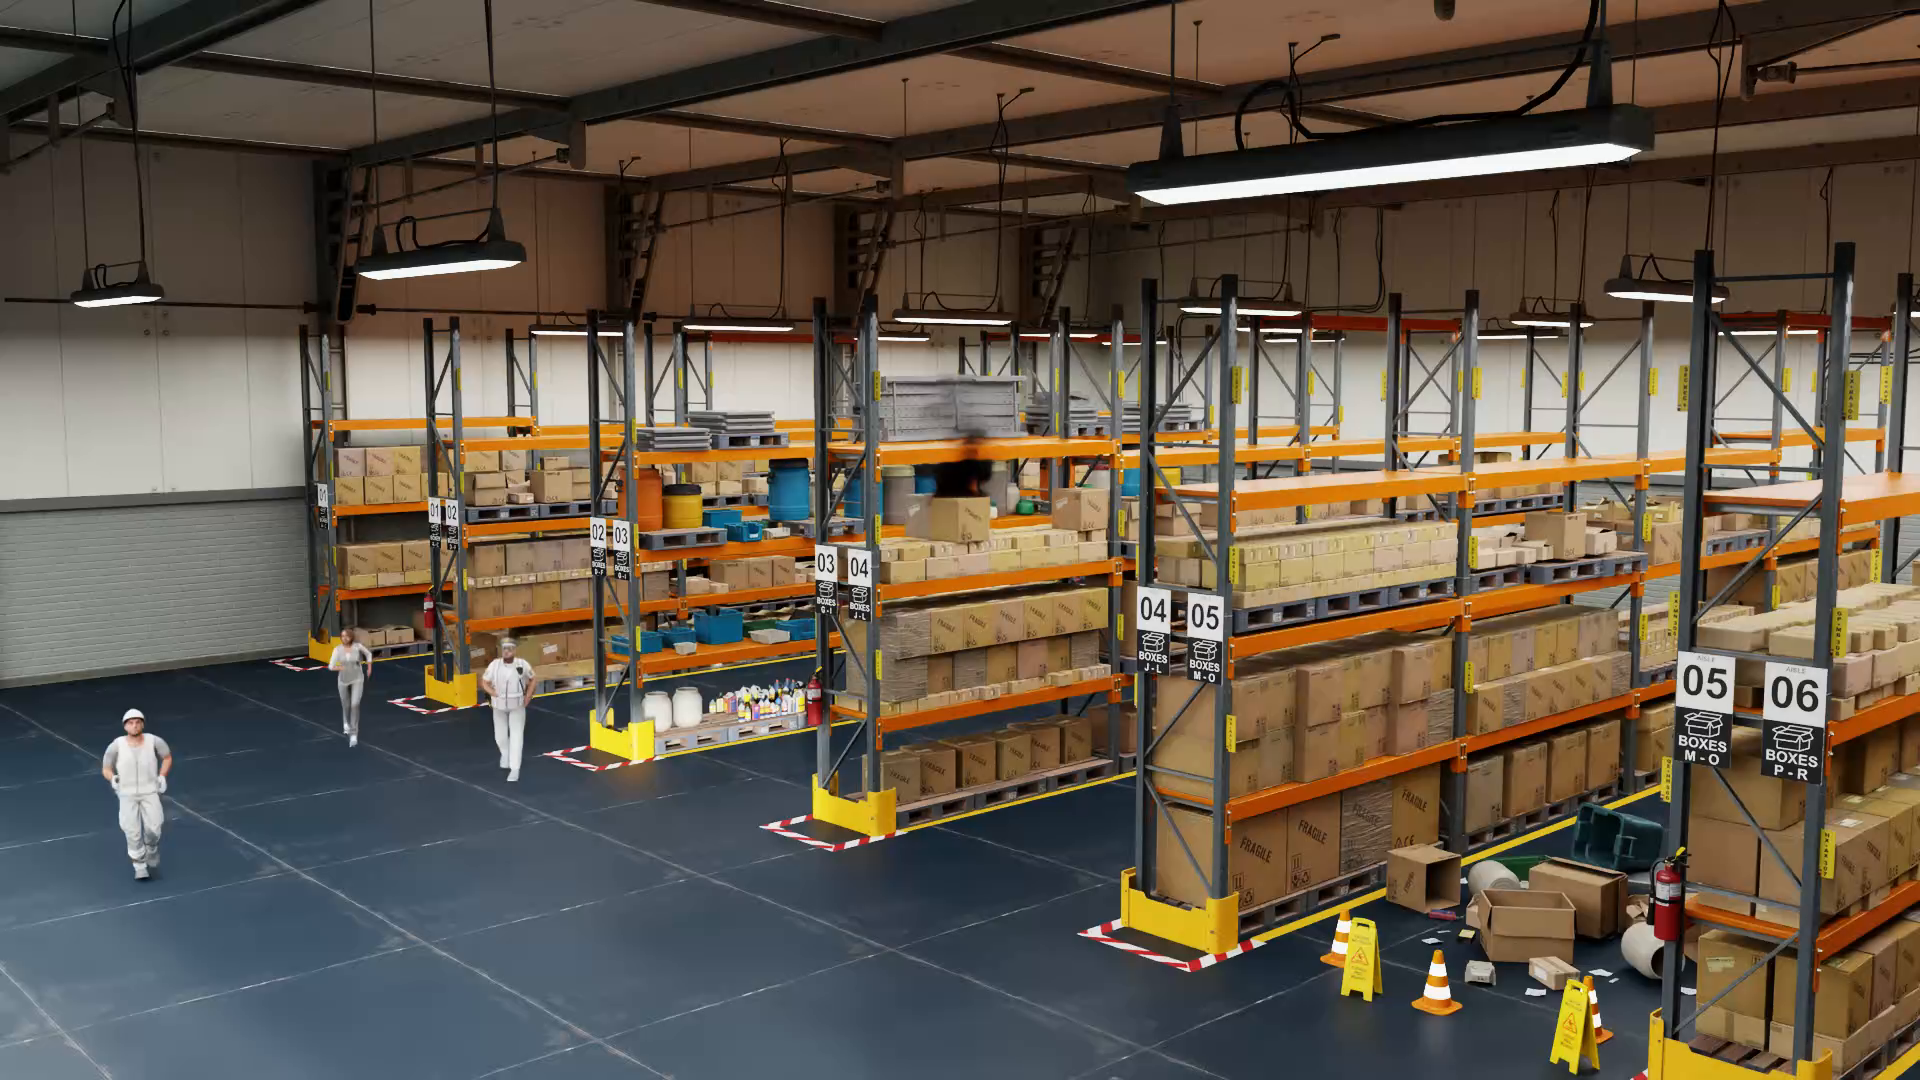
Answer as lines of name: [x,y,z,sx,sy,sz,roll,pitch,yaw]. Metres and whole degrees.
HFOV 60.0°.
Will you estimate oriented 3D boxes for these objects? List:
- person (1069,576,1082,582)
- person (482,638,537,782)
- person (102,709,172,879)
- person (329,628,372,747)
person: [2.198,1.074,32.809,0.547,1.562,0.743,5,8,43]
person: [-5.785,2.141,21.306,0.672,1.791,0.817,-1,6,-7]
person: [-8.345,2.588,16.906,0.648,1.740,0.598,-3,6,-27]
person: [-8.514,2.029,23.270,0.547,1.613,0.850,-1,6,-12]
